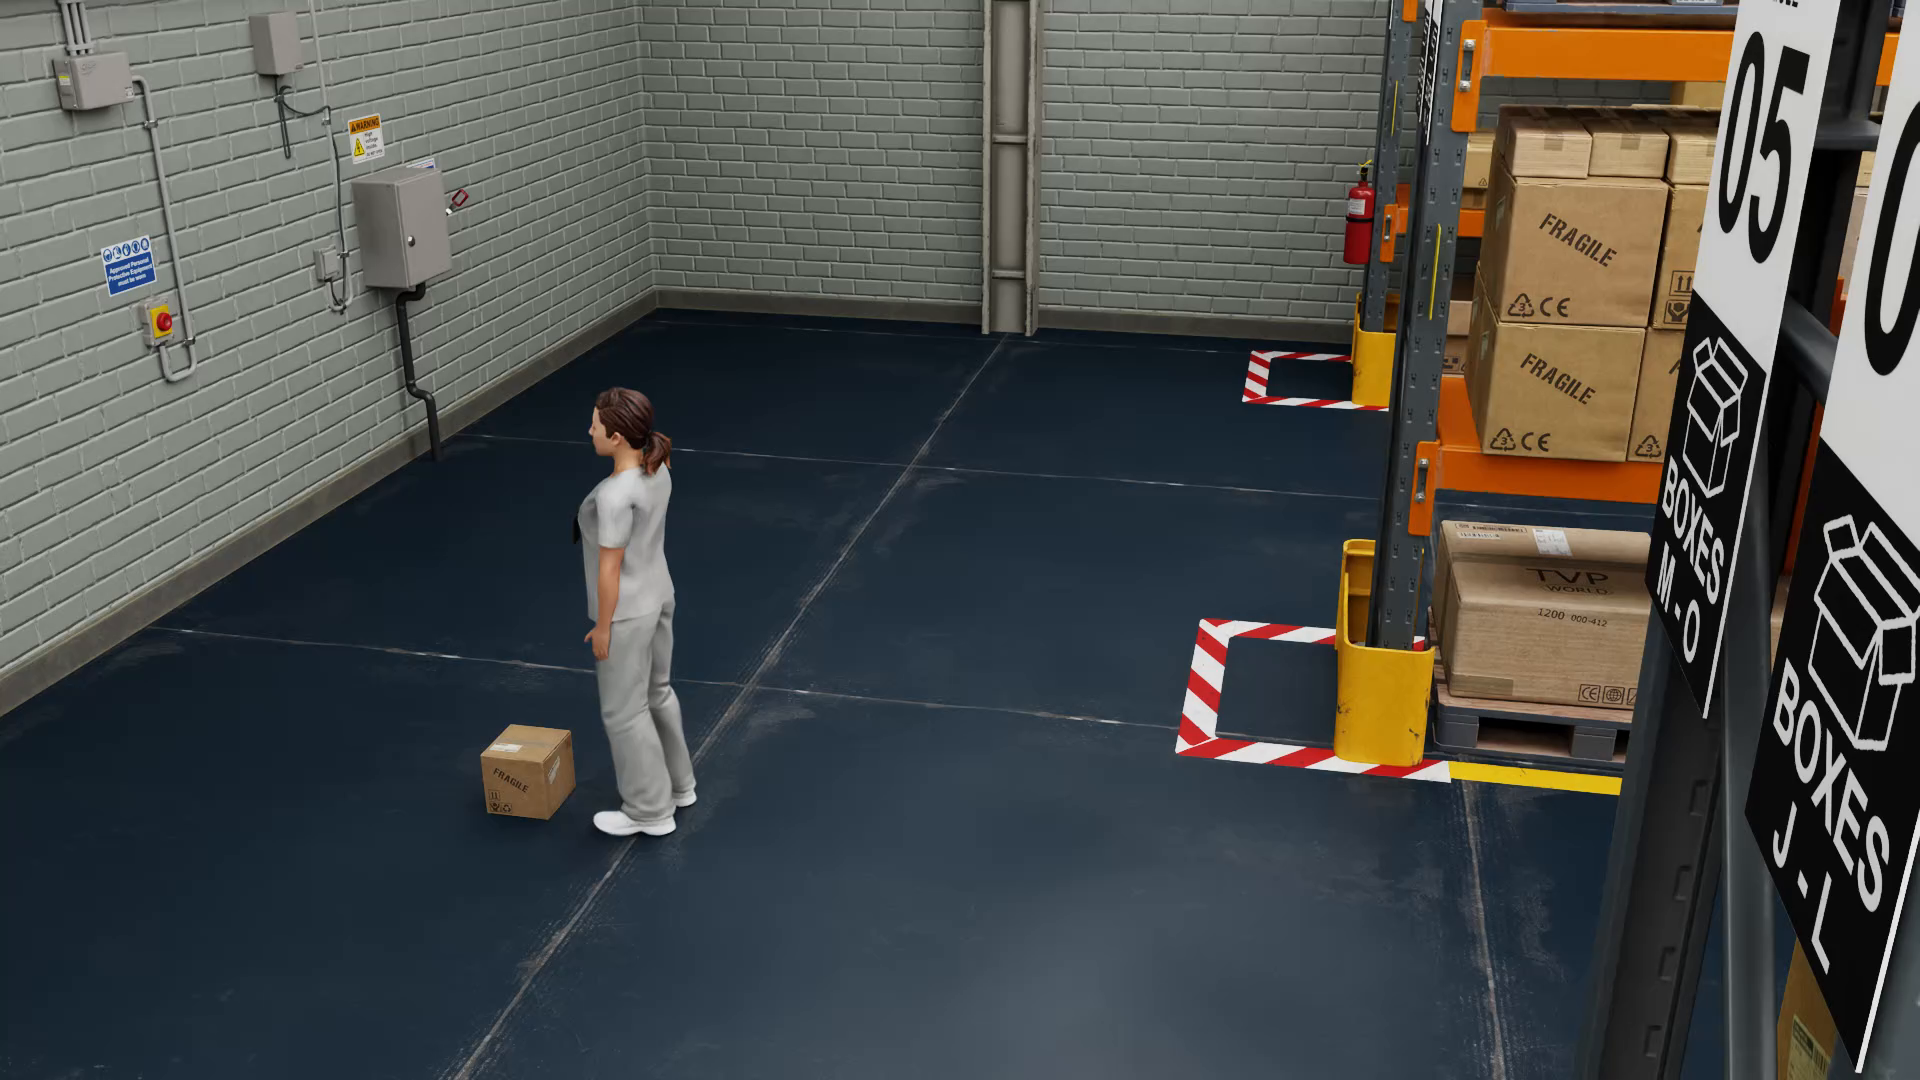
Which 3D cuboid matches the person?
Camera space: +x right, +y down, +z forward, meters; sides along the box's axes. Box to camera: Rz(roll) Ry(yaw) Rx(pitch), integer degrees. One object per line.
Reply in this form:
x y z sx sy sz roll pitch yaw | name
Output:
-1.159 0.263 5.937 0.359 1.668 0.436 5 22 12 | person
